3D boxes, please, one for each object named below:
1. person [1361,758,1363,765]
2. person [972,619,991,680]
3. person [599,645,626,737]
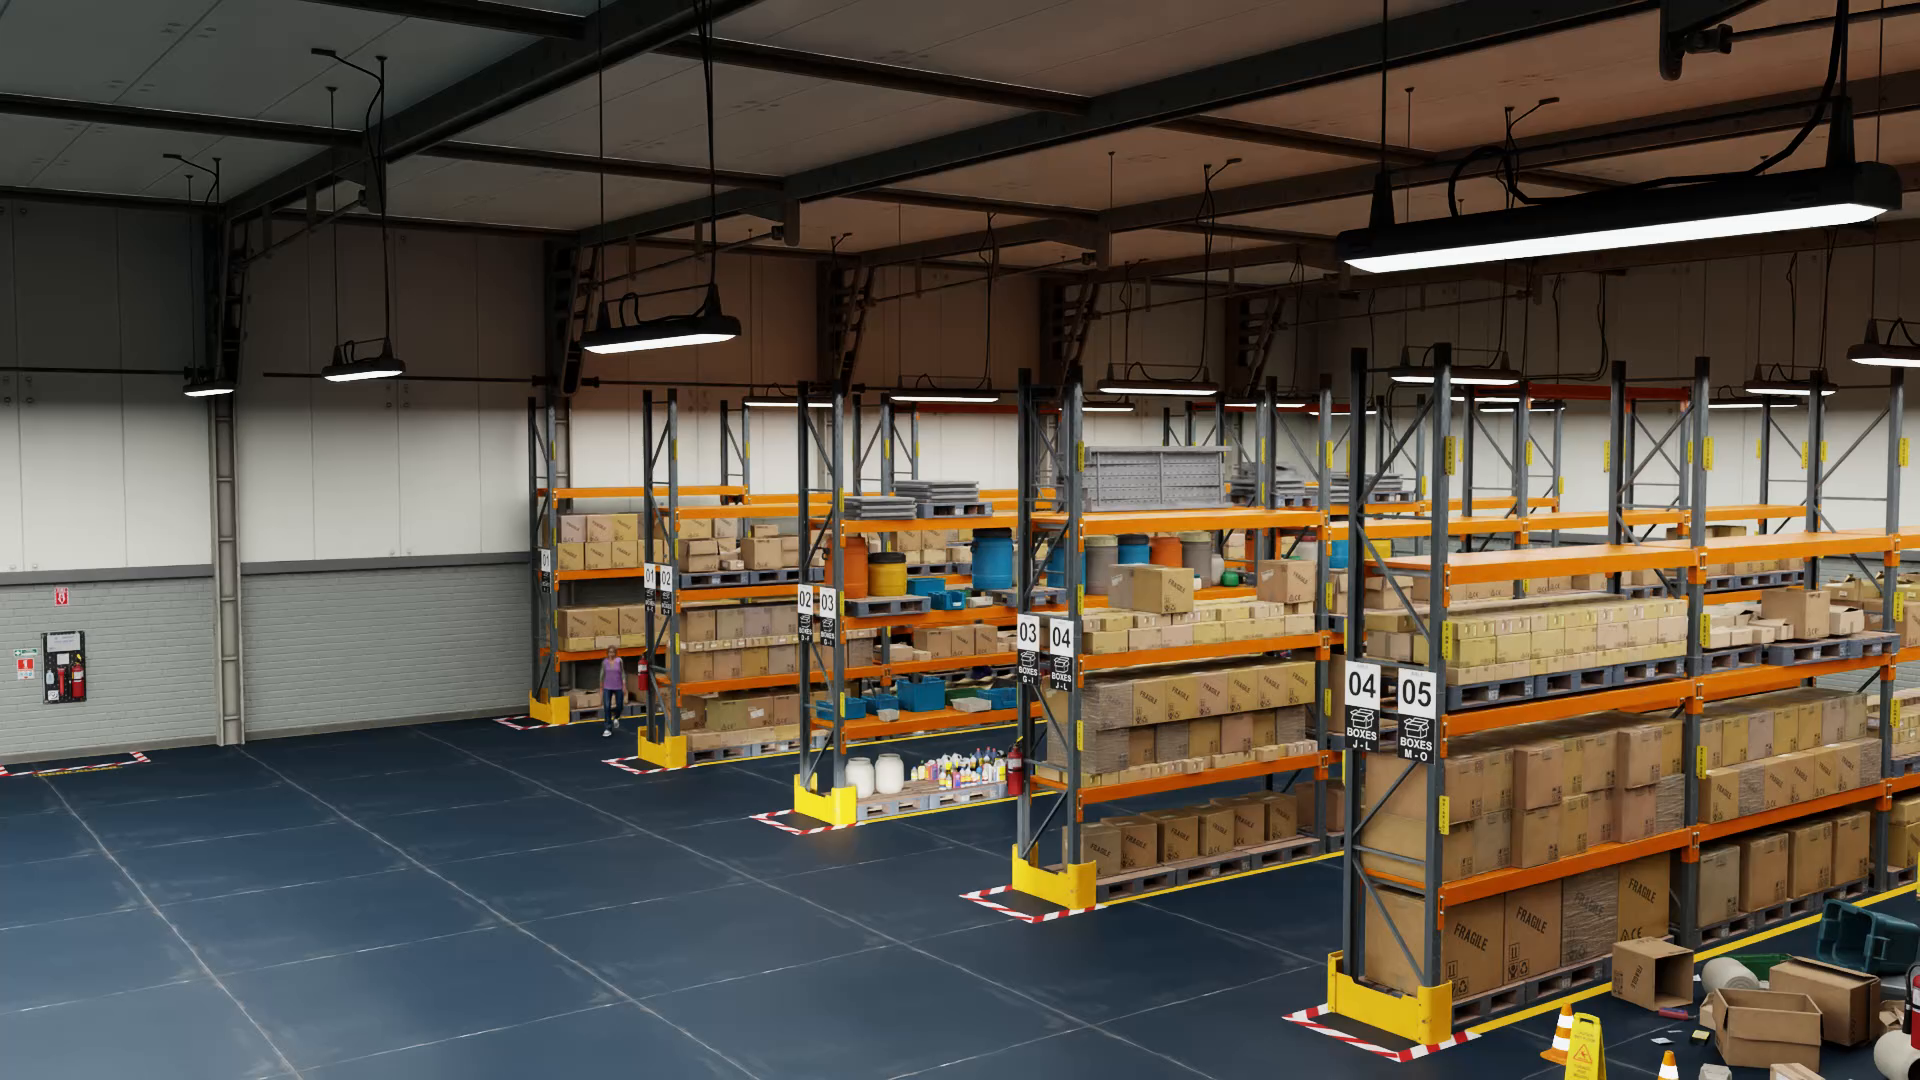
[{"bbox_3d":[6.429,2.832,25.963,0.898,1.554,0.428,-1,4,-19],"label":"person"},{"bbox_3d":[0.343,2.361,33.646,0.477,1.646,0.552,-2,4,-29],"label":"person"},{"bbox_3d":[-6.122,2.632,29.314,0.471,1.581,0.704,0,3,-7],"label":"person"}]
